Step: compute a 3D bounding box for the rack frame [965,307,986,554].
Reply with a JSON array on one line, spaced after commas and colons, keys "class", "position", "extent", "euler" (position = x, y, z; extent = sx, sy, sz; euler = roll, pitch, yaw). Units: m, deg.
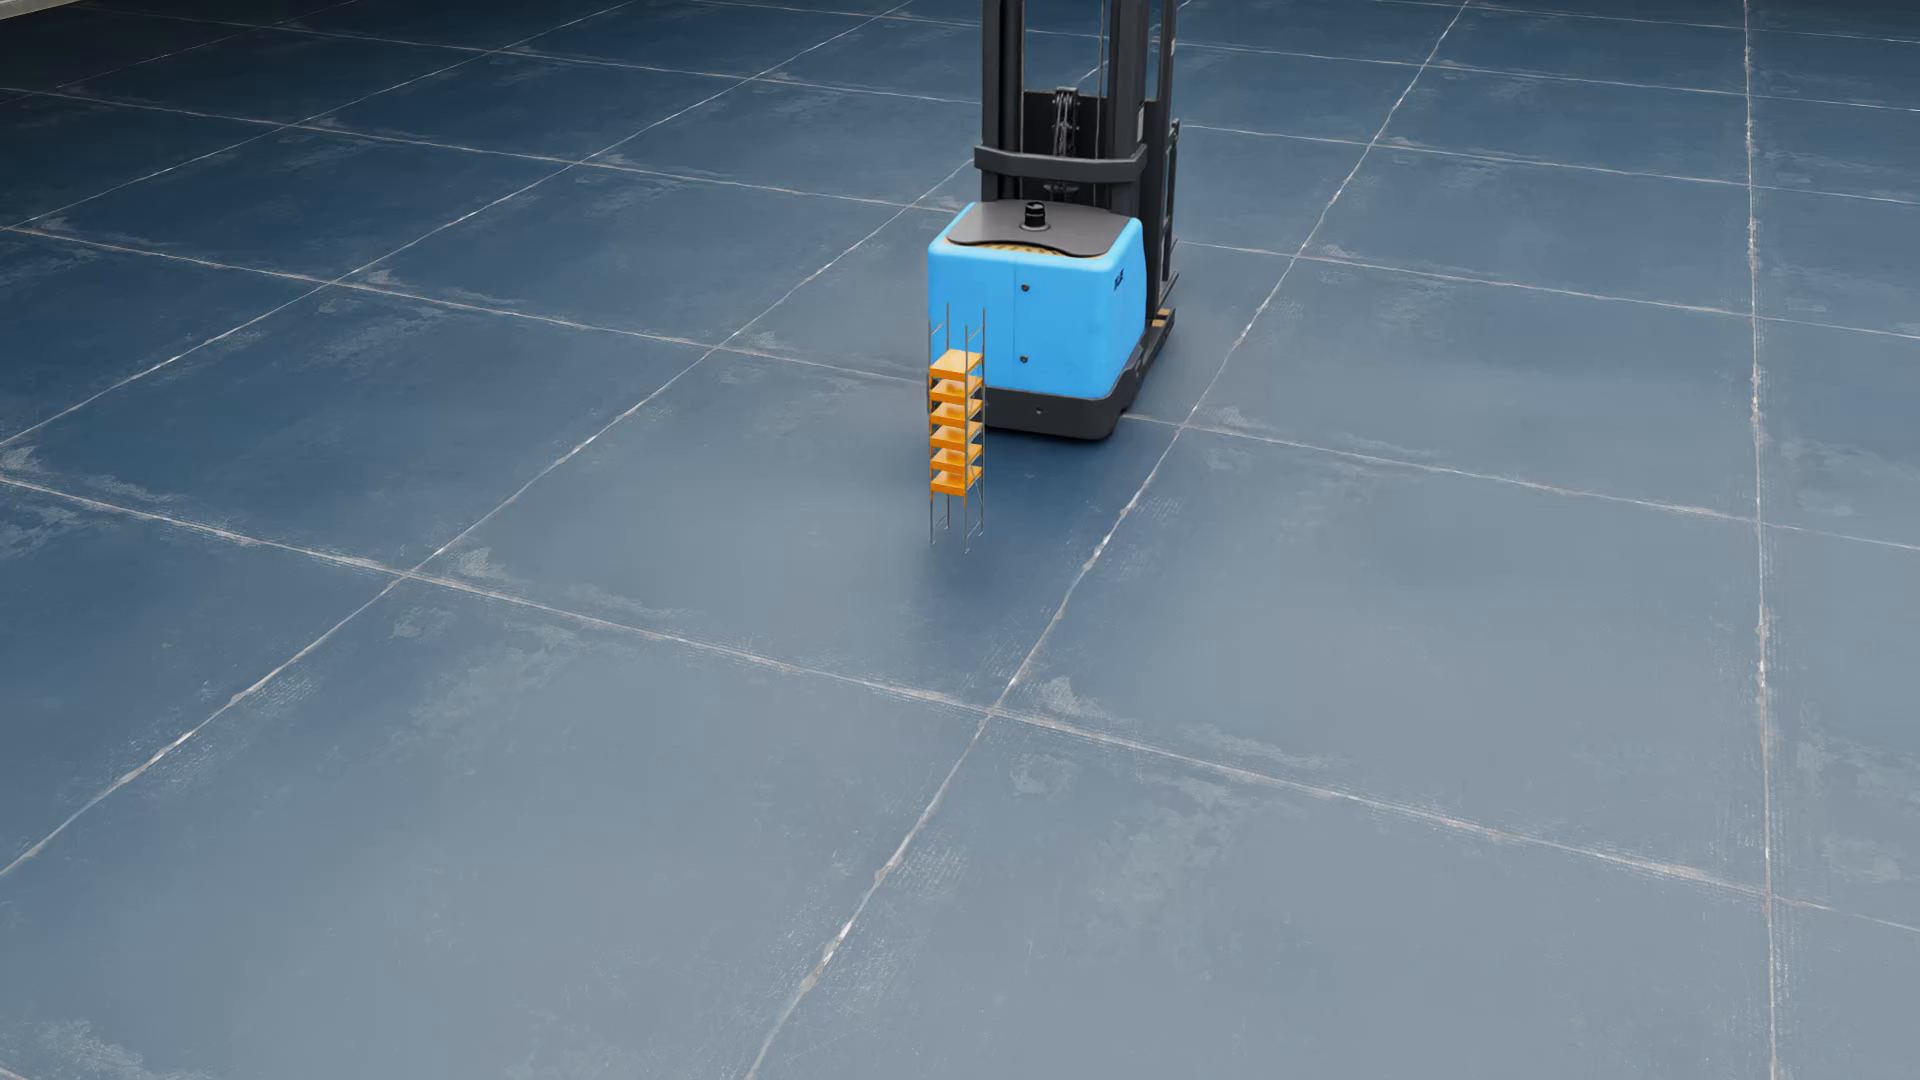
[{"class": "rack frame", "position": [0.071, -0.508, 7.930], "extent": [0.006, 1.200, 0.240], "euler": [11, 31, 19]}]

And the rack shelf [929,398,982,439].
[{"class": "rack shelf", "position": [-0.013, -0.591, 7.922], "extent": [0.180, 0.103, 0.258], "euler": [11, 31, 19]}]

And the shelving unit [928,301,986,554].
[{"class": "shelving unit", "position": [-0.013, -0.525, 7.959], "extent": [0.189, 1.200, 0.258], "euler": [11, 31, 19]}]

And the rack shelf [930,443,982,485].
[{"class": "rack shelf", "position": [-0.013, -0.382, 8.040], "extent": [0.180, 0.103, 0.258], "euler": [11, 31, 19]}]

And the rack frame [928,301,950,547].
[{"class": "rack frame", "position": [-0.098, -0.542, 7.989], "extent": [0.006, 1.200, 0.240], "euler": [11, 31, 19]}]

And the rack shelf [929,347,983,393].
[{"class": "rack shelf", "position": [-0.013, -0.800, 7.804], "extent": [0.180, 0.103, 0.258], "euler": [11, 31, 19]}]

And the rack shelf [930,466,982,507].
[{"class": "rack shelf", "position": [-0.013, -0.277, 8.099], "extent": [0.180, 0.103, 0.258], "euler": [11, 31, 19]}]

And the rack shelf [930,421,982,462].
[{"class": "rack shelf", "position": [-0.013, -0.486, 7.981], "extent": [0.180, 0.103, 0.258], "euler": [11, 31, 19]}]

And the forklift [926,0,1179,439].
[{"class": "forklift", "position": [0.734, -2.536, 9.758], "extent": [1.130, 2.935, 3.031], "euler": [9, 31, 15]}]

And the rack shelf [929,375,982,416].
[{"class": "rack shelf", "position": [-0.013, -0.695, 7.863], "extent": [0.180, 0.103, 0.258], "euler": [11, 31, 19]}]
